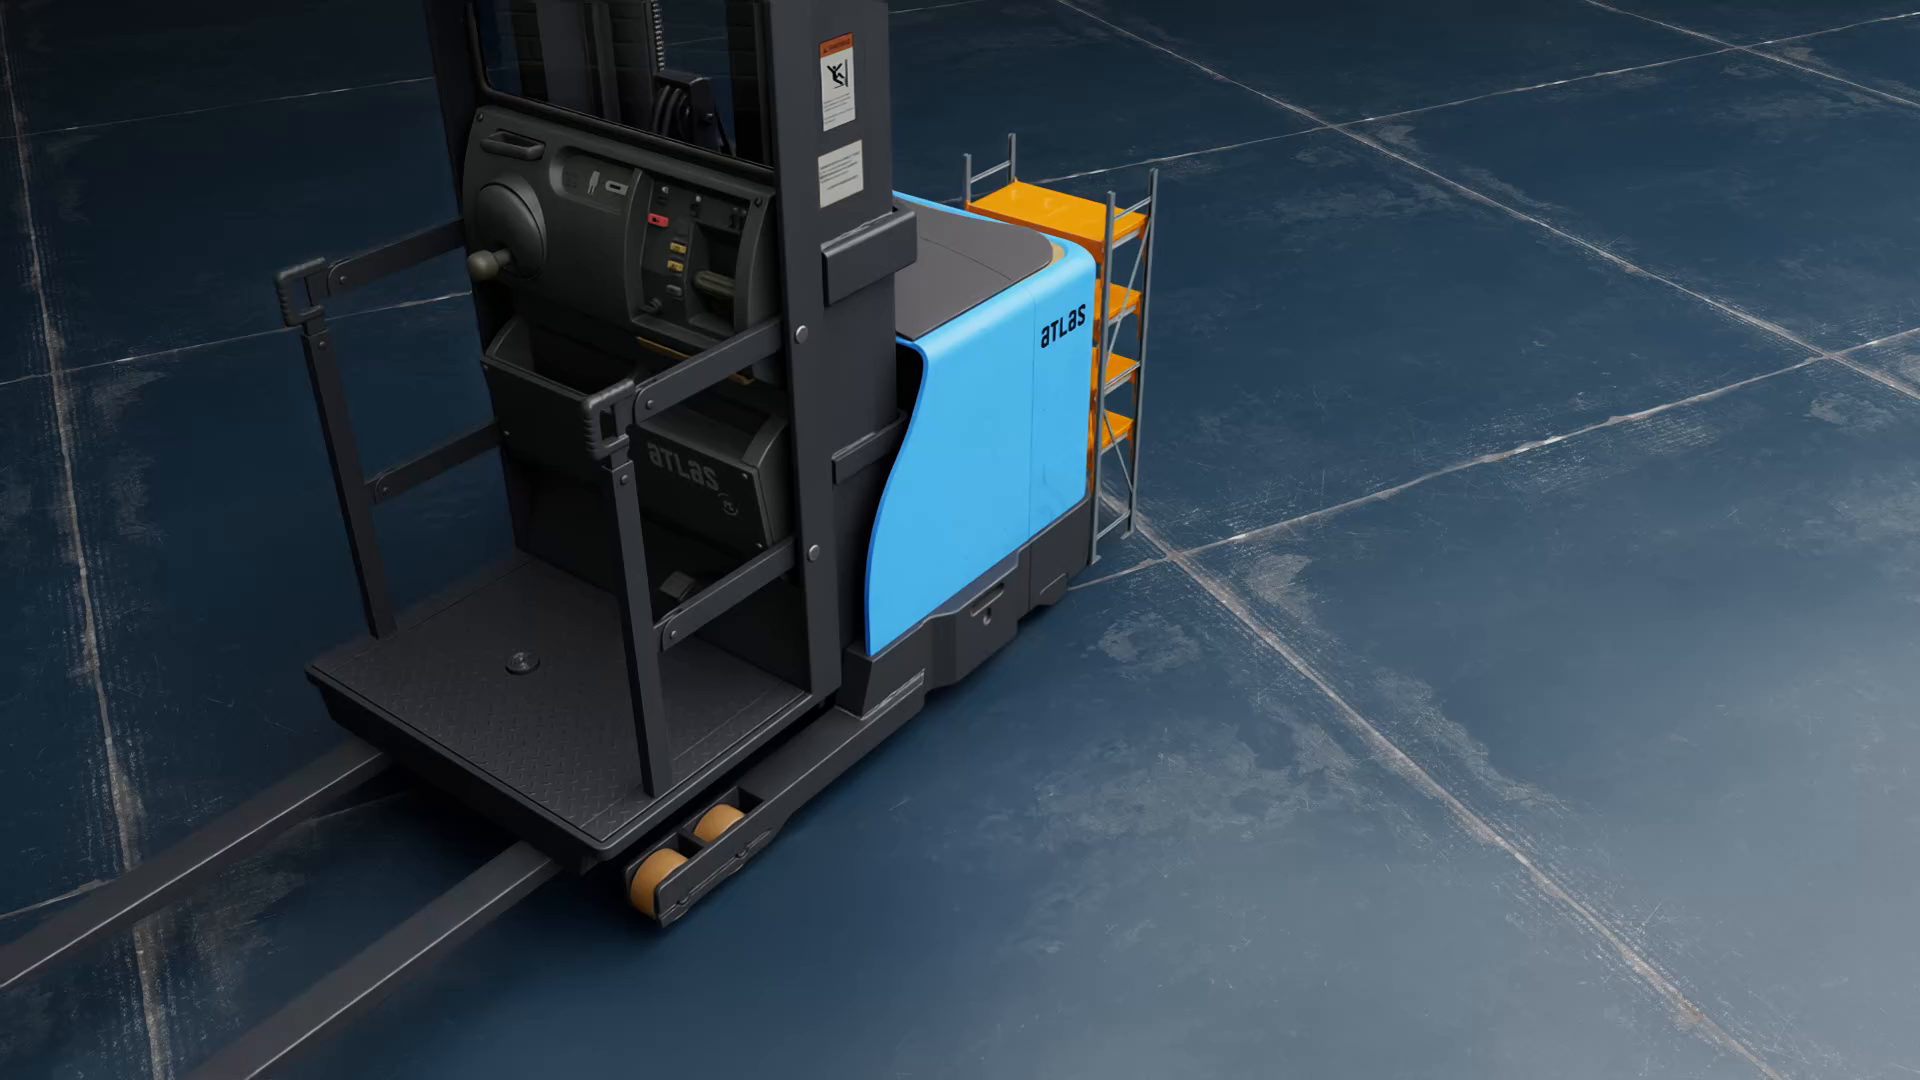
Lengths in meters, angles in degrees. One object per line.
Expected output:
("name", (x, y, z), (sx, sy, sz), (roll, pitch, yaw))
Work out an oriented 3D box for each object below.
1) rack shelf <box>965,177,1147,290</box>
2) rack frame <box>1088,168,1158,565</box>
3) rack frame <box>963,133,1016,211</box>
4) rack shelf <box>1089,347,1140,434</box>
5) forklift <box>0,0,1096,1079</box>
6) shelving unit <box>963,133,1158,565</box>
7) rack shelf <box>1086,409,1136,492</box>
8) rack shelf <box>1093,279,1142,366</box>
("rack shelf", (0.280, -0.891, 4.800), (0.480, 0.148, 0.258), (22, 39, 31))
("rack frame", (0.474, -0.480, 4.887), (0.015, 1.200, 0.240), (22, 39, 31))
("rack frame", (0.085, -0.640, 5.136), (0.015, 1.200, 0.240), (22, 39, 31))
("rack shelf", (0.279, -0.503, 5.048), (0.480, 0.148, 0.258), (22, 39, 31))
("forklift", (-0.907, -0.649, 3.545), (1.130, 2.935, 3.031), (22, 39, 31))
("shelving unit", (0.279, -0.560, 5.012), (0.503, 1.200, 0.258), (22, 39, 31))
("rack shelf", (0.279, -0.336, 5.155), (0.480, 0.148, 0.258), (22, 39, 31))
("rack shelf", (0.280, -0.692, 4.927), (0.480, 0.148, 0.258), (22, 39, 31))
